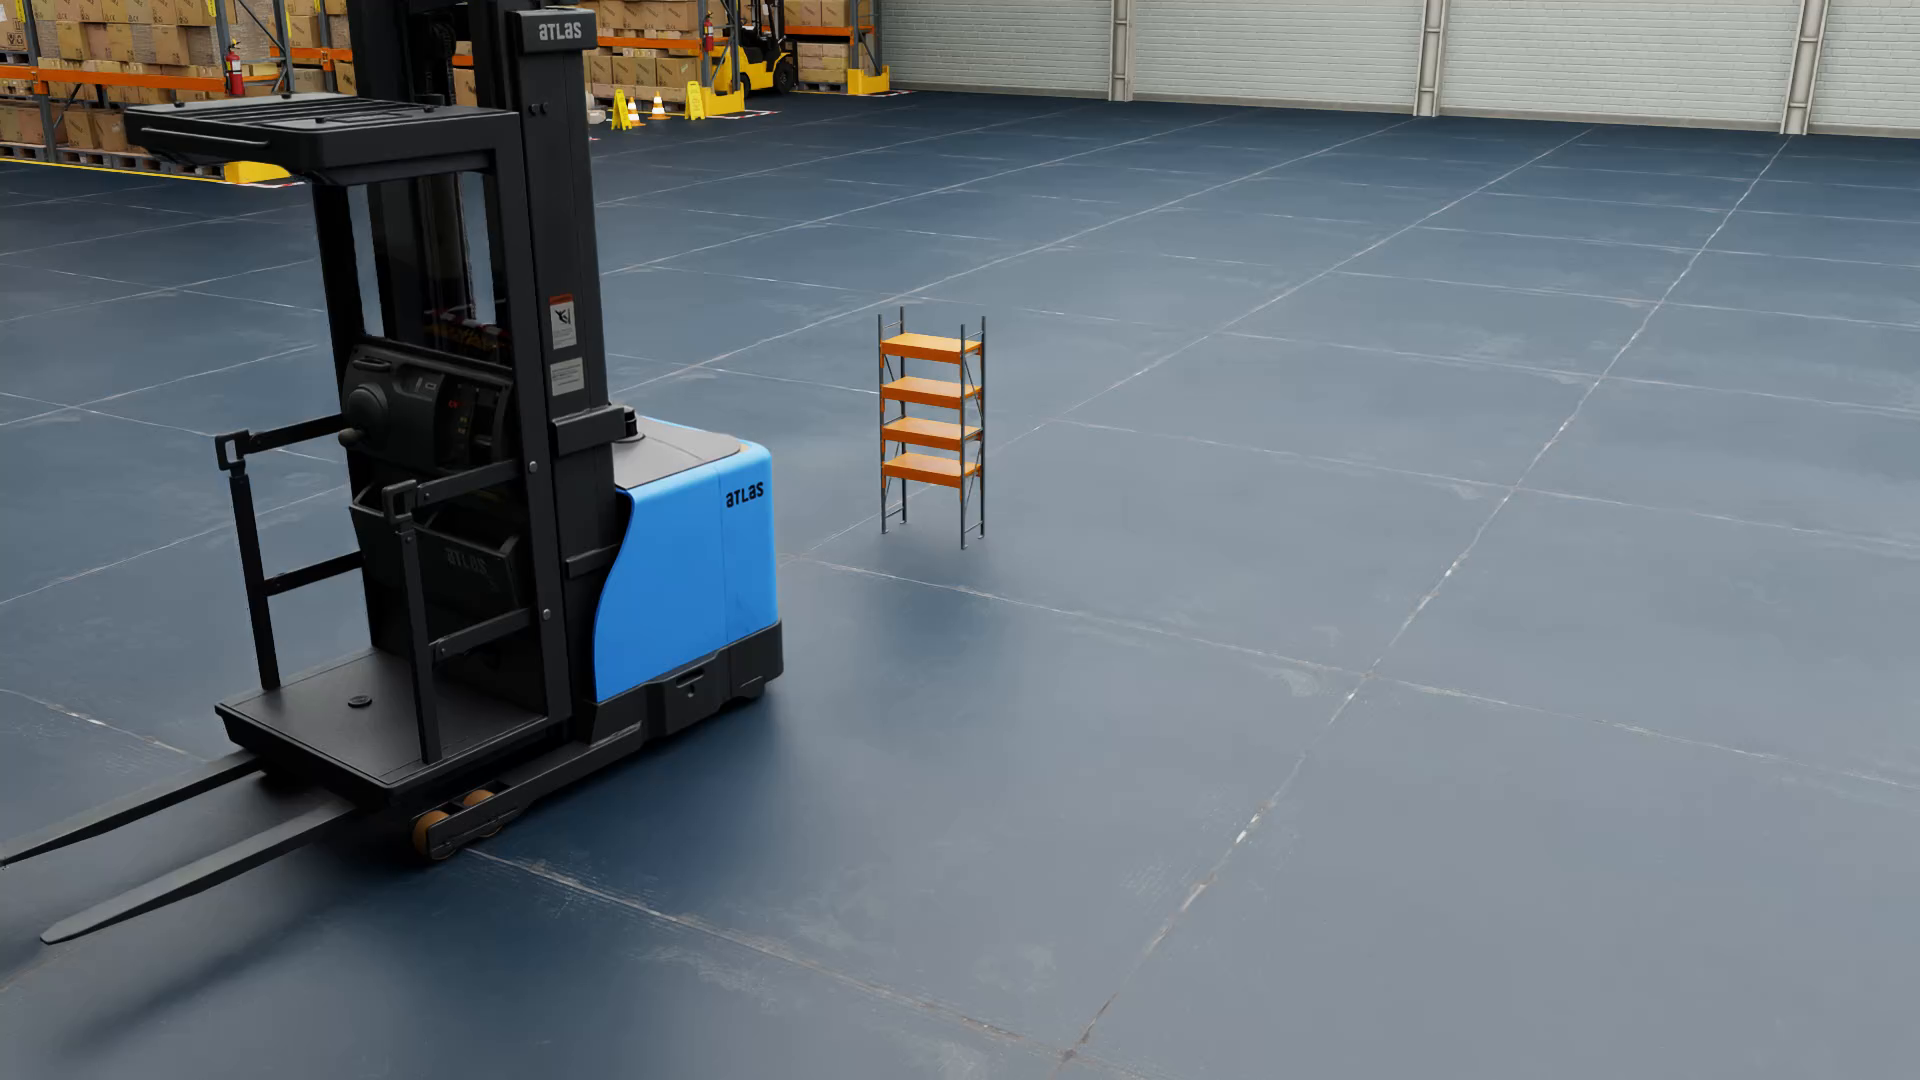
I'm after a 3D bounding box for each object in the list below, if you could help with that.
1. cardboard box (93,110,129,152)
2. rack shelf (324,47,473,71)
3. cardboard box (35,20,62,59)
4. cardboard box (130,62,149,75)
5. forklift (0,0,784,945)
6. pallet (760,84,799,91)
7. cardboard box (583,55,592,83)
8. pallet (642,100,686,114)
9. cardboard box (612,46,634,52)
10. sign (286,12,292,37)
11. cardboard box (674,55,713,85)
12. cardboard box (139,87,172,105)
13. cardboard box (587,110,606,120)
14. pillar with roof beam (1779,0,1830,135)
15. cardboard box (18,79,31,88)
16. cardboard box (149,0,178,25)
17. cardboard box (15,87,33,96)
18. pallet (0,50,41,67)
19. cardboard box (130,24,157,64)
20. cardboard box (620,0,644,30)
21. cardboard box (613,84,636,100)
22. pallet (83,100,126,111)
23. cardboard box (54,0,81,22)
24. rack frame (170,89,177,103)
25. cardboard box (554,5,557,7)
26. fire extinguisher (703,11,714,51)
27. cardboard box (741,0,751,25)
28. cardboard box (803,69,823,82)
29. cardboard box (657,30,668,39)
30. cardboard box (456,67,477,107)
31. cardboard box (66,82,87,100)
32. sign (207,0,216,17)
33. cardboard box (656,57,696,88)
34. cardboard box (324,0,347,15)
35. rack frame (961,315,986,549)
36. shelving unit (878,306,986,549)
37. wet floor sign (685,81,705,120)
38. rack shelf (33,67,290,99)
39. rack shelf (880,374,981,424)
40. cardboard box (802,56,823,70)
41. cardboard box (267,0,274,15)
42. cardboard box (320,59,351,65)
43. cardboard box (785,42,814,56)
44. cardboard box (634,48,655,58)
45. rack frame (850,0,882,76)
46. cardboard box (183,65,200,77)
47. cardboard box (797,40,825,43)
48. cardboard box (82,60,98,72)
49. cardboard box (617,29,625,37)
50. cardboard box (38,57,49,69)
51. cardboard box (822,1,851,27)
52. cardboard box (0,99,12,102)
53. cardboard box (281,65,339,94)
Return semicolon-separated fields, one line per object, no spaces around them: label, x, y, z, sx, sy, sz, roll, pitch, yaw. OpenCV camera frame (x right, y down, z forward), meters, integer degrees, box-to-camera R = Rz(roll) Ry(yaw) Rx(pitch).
cardboard box;-11.819;-5.759;23.392;0.500;0.500;0.500;-17;26;-39
rack shelf;-8.399;-7.697;26.740;4.000;0.370;1.077;11;23;27
cardboard box;-12.290;-7.001;23.185;0.500;0.500;0.875;11;23;27
cardboard box;-10.871;-6.329;22.281;0.250;0.149;0.380;11;23;27
forklift;-2.046;-0.453;5.816;1.130;2.935;3.031;15;25;35
pallet;-3.659;-9.678;35.236;1.213;0.211;1.003;11;23;27
cardboard box;-6.963;-8.851;31.184;0.500;0.500;0.500;12;23;29
pallet;-5.086;-8.040;30.721;1.213;0.211;1.003;11;23;27
cardboard box;-7.194;-10.757;36.987;0.625;0.625;0.875;10;22;25
sign;-8.896;-6.811;21.974;0.005;0.325;0.100;11;23;27
cardboard box;-4.918;-8.670;30.686;0.500;0.500;0.500;10;22;26
cardboard box;-14.340;-8.087;29.810;0.500;0.500;0.500;11;23;27
cardboard box;-6.456;-7.469;29.238;0.380;0.149;0.250;-11;23;-29
pillar with roof beam;11.536;-9.600;22.135;0.400;9.000;9.100;11;23;27
cardboard box;-17.560;-8.653;31.449;0.250;0.149;0.380;11;23;28
cardboard box;-10.200;-6.999;21.711;0.500;0.500;0.500;11;23;27
cardboard box;-17.638;-8.519;31.516;0.250;0.149;0.380;11;23;28
pallet;-13.249;-6.988;24.012;1.213;0.211;1.003;11;23;27
cardboard box;-10.538;-6.673;22.278;0.500;0.500;0.875;11;23;27
cardboard box;-5.806;-9.557;30.229;0.500;0.500;0.500;11;23;27
cardboard box;-6.072;-8.326;30.835;0.500;0.250;0.500;10;22;25
pallet;-15.380;-8.056;30.763;1.213;0.211;1.003;11;23;27
cardboard box;-11.946;-7.332;22.629;0.500;0.500;0.500;11;23;27
rack frame;-13.638;-9.033;29.368;0.127;3.000;1.000;11;23;27
cardboard box;-7.571;-9.889;31.145;0.500;0.500;0.500;11;23;27
fire extinguisher;-4.452;-9.000;29.391;0.183;0.674;0.296;11;23;27
cardboard box;-4.237;-11.066;34.827;0.500;0.500;0.500;11;22;27
cardboard box;-2.904;-9.646;34.474;0.500;0.250;0.500;11;23;27
cardboard box;-5.247;-9.131;30.008;0.250;0.149;0.380;10;22;26
cardboard box;-7.278;-6.994;26.248;0.875;0.875;0.875;11;23;28
cardboard box;-16.151;-8.431;30.759;0.500;0.500;0.500;12;23;30
sign;-9.449;-6.774;20.978;0.005;0.325;0.100;11;23;27
cardboard box;-5.154;-8.506;30.232;0.500;0.500;0.500;11;23;28
cardboard box;-9.840;-8.874;27.127;0.550;0.550;0.875;11;23;27
rack frame;0.069;-0.551;8.625;0.015;1.200;0.240;11;23;27
shelving unit;-0.145;-0.592;8.736;0.503;1.200;0.258;11;23;27
wet floor sign;-4.683;-7.736;29.245;0.267;0.644;0.232;-16;26;-38
rack shelf;-10.907;-6.237;22.715;4.000;0.370;1.077;11;23;27
rack shelf;-0.145;-0.739;8.683;0.480;0.148;0.258;11;23;27
cardboard box;-2.920;-9.885;34.402;0.500;0.250;0.500;11;22;27
cardboard box;-11.473;-9.135;28.035;0.500;0.500;0.700;11;23;28
cardboard box;-12.651;-10.011;34.565;0.875;0.875;0.875;11;23;28
cardboard box;-3.358;-10.194;34.519;0.500;0.250;0.500;11;23;28
cardboard box;-5.725;-8.895;30.352;0.250;0.149;0.380;11;23;28
rack frame;-1.910;-10.671;33.884;0.127;3.000;1.000;11;23;27
cardboard box;-9.971;-6.179;21.867;0.250;0.149;0.380;11;23;27
cardboard box;-3.107;-10.351;34.951;0.500;0.250;0.500;11;22;27
cardboard box;-11.747;-6.493;22.735;0.250;0.149;0.380;11;23;27
cardboard box;-6.083;-9.333;30.564;0.250;0.149;0.380;11;23;27
cardboard box;-12.612;-6.664;23.207;0.250;0.149;0.380;11;23;27
cardboard box;-2.468;-10.722;33.877;0.500;0.500;0.500;10;22;26
cardboard box;-14.561;-6.319;24.906;0.500;0.500;0.700;13;24;32
cardboard box;-10.731;-7.584;28.057;0.750;0.750;1.050;11;23;27
